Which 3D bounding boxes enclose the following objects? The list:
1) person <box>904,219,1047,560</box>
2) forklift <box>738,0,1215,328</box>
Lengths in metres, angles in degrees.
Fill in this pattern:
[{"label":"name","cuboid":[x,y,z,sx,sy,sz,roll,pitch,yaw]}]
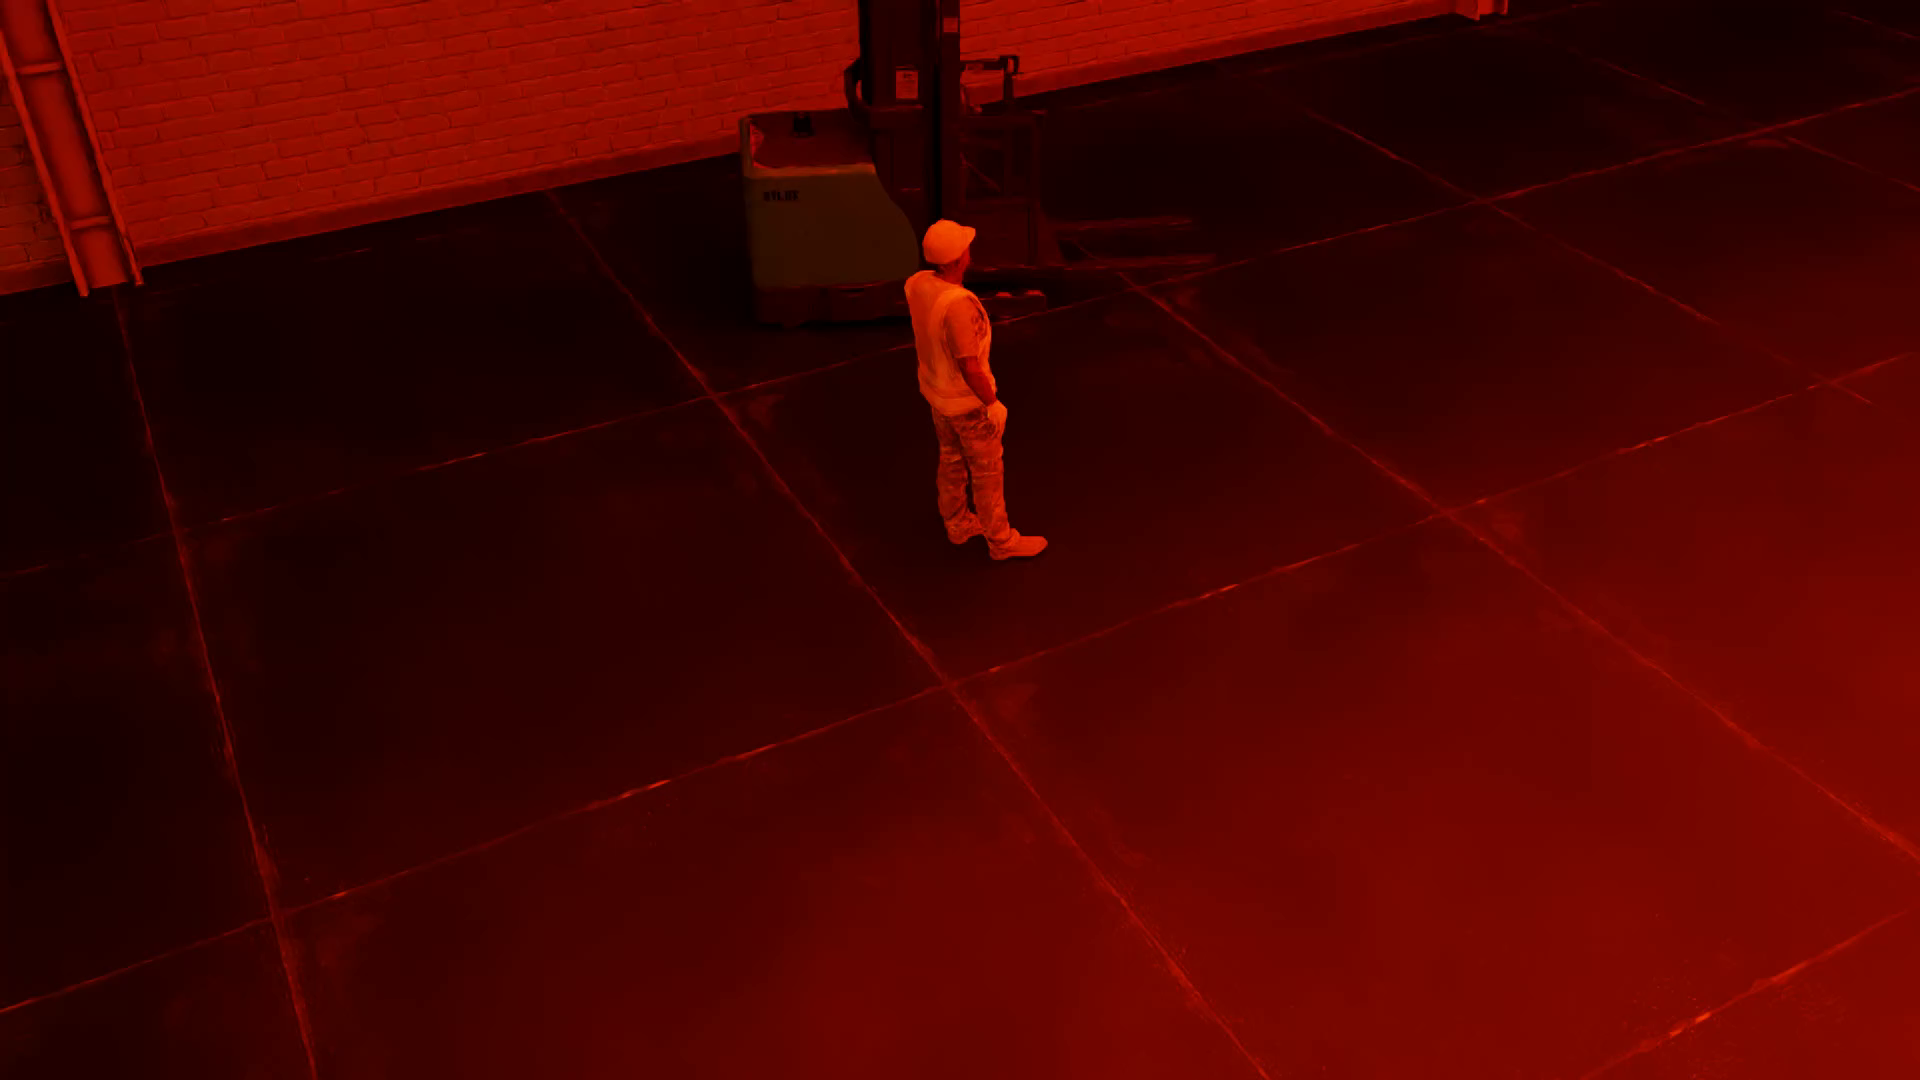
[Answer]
[{"label":"person","cuboid":[0.067,-0.749,8.166,0.576,1.782,0.655,-17,39,-23]},{"label":"forklift","cuboid":[0.123,-2.916,10.248,3.031,2.935,1.130,-5,36,-7]}]
